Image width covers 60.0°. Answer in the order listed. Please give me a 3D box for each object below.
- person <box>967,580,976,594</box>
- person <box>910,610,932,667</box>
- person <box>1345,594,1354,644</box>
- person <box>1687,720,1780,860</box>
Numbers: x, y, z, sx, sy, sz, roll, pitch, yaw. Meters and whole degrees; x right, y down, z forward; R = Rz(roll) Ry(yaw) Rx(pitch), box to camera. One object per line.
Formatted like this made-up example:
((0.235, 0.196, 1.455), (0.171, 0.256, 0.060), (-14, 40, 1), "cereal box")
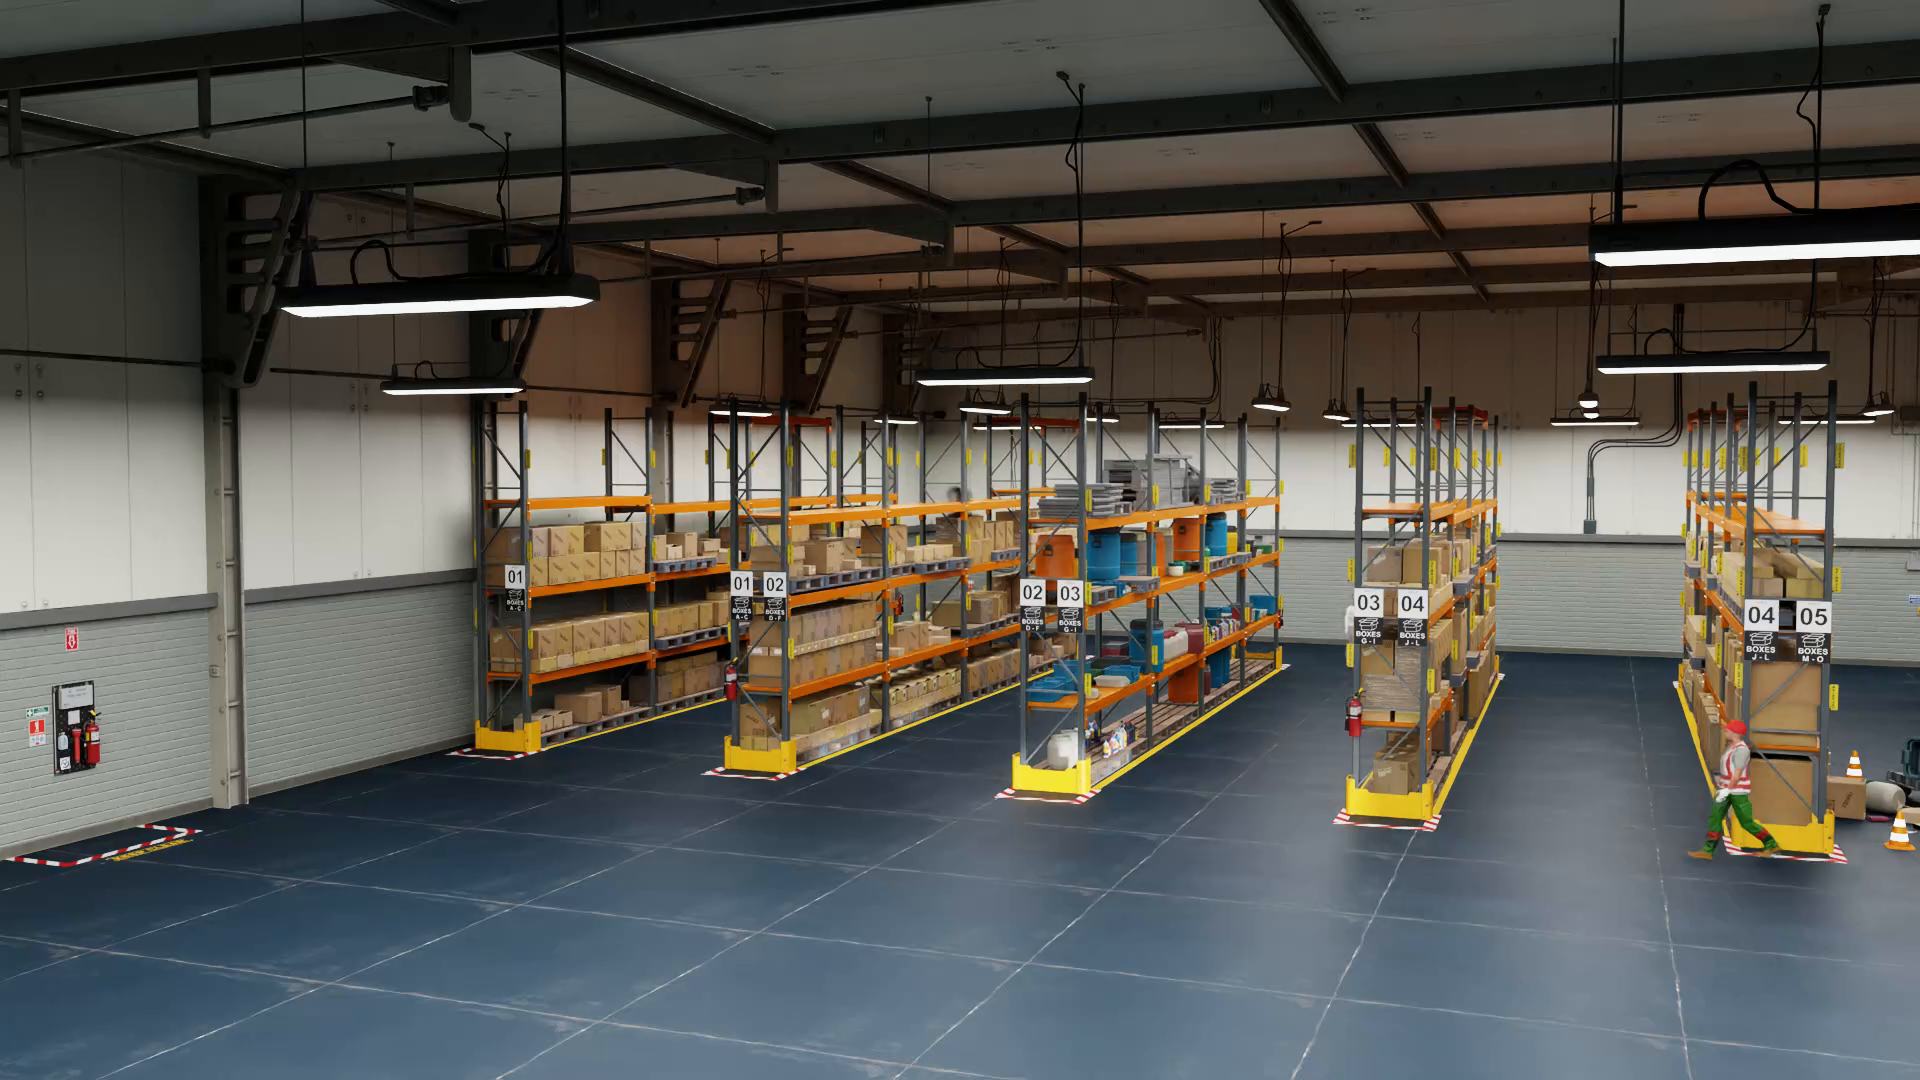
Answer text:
((0.282, 1.948, 44.154), (0.523, 1.773, 0.554), (1, 3, 26), "person")
((-0.922, 2.274, 39.095), (0.611, 1.703, 0.833), (1, 3, 25), "person")
((9.766, 2.171, 41.011), (0.516, 1.692, 0.364), (0, 3, 9), "person")
((9.624, 3.118, 20.632), (1.042, 1.761, 0.498), (0, 3, -4), "person")
